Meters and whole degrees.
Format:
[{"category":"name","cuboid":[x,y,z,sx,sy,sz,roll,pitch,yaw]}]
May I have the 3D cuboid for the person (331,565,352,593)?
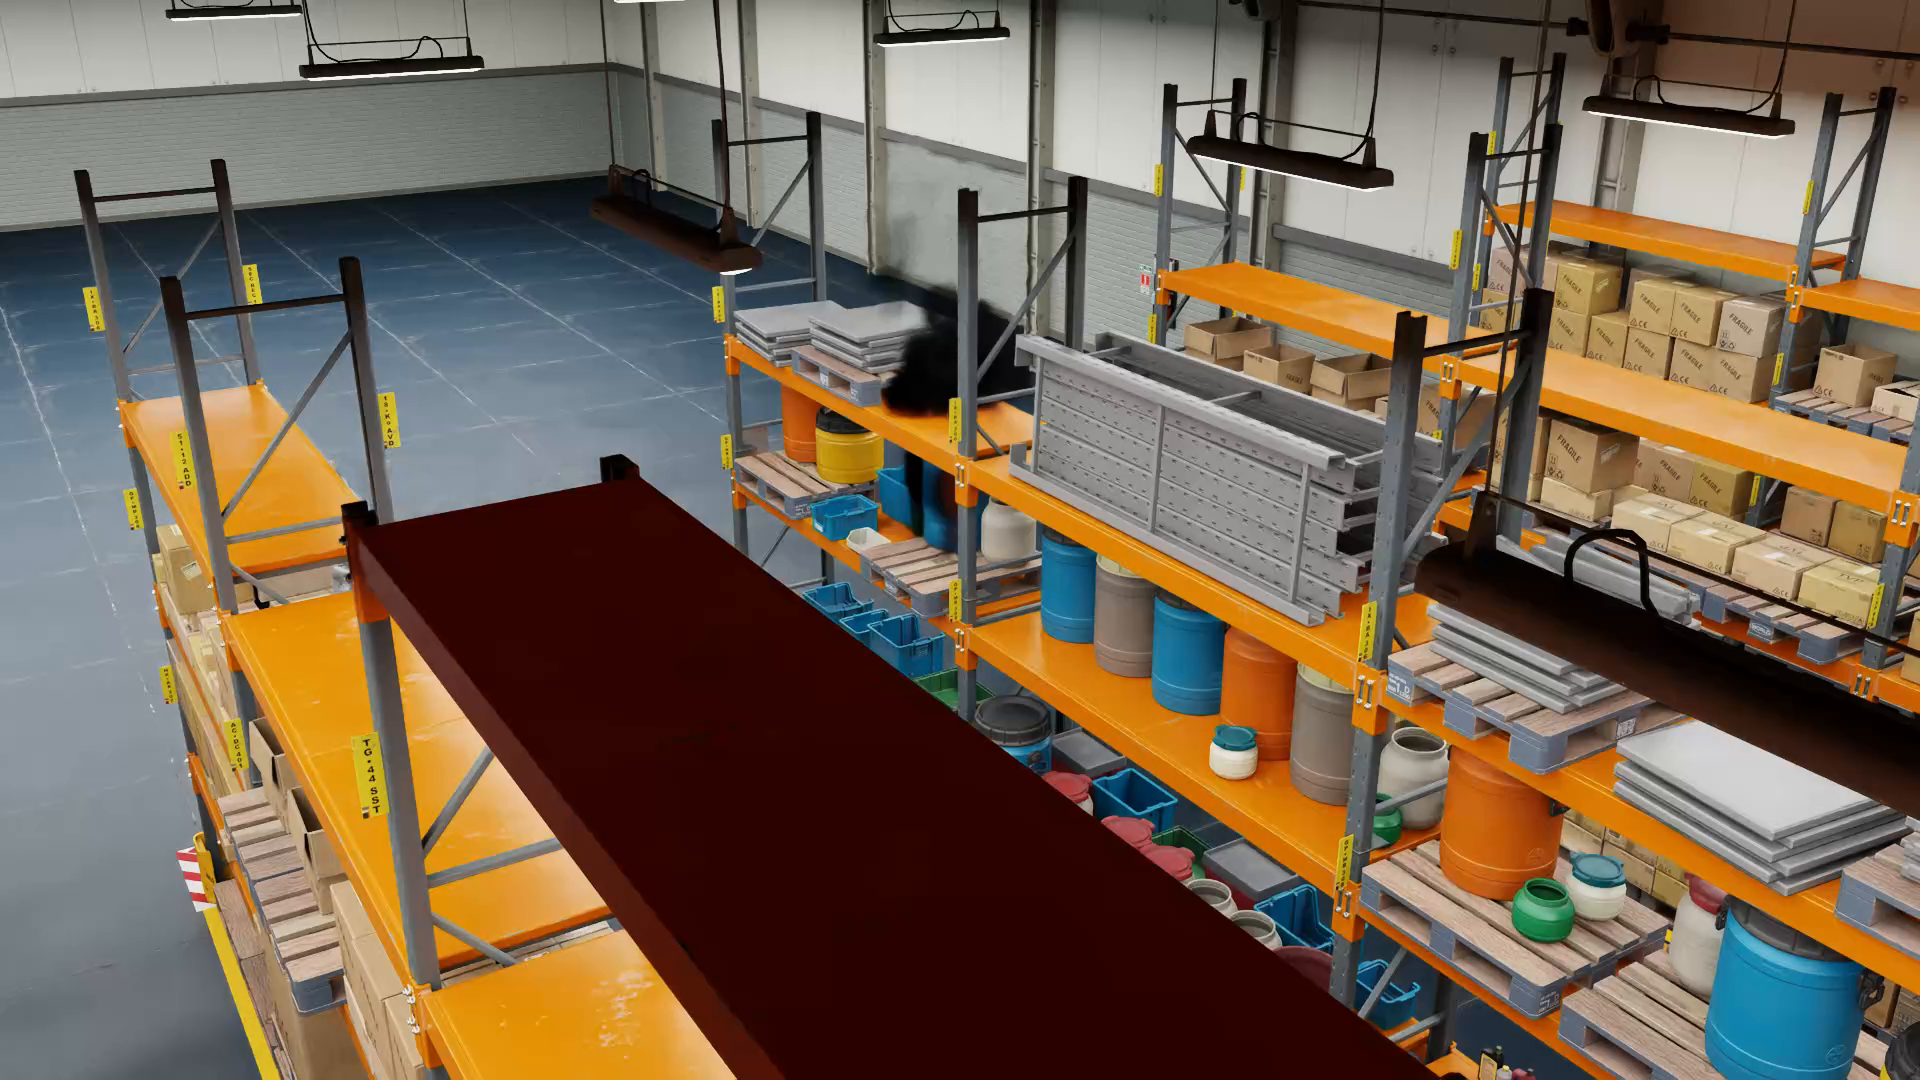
[{"category":"person","cuboid":[-7.438,0.014,19.141,0.833,1.679,0.718,-4,22,-10]}]
